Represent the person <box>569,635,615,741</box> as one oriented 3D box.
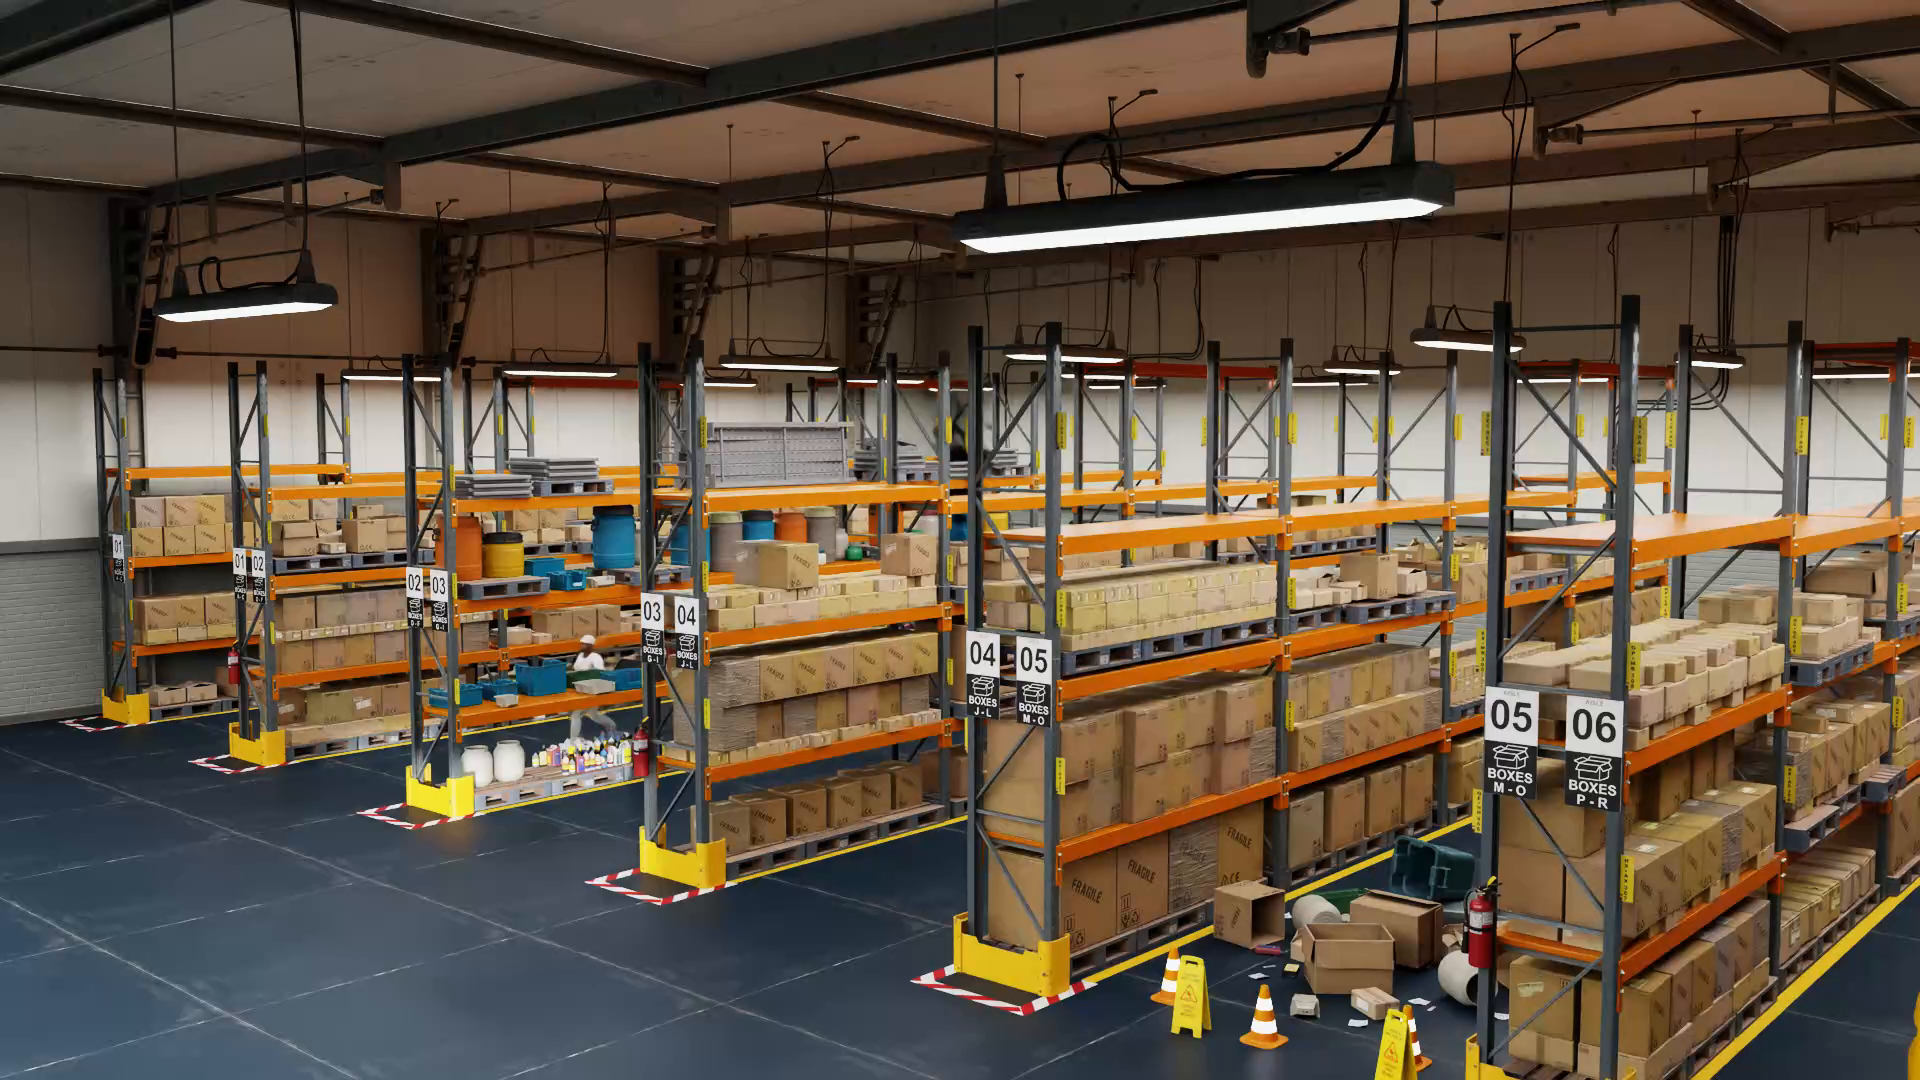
[{"bbox_3d":[-5.816,2.322,26.098,0.699,1.683,0.792,3,5,38],"label":"person"}]
